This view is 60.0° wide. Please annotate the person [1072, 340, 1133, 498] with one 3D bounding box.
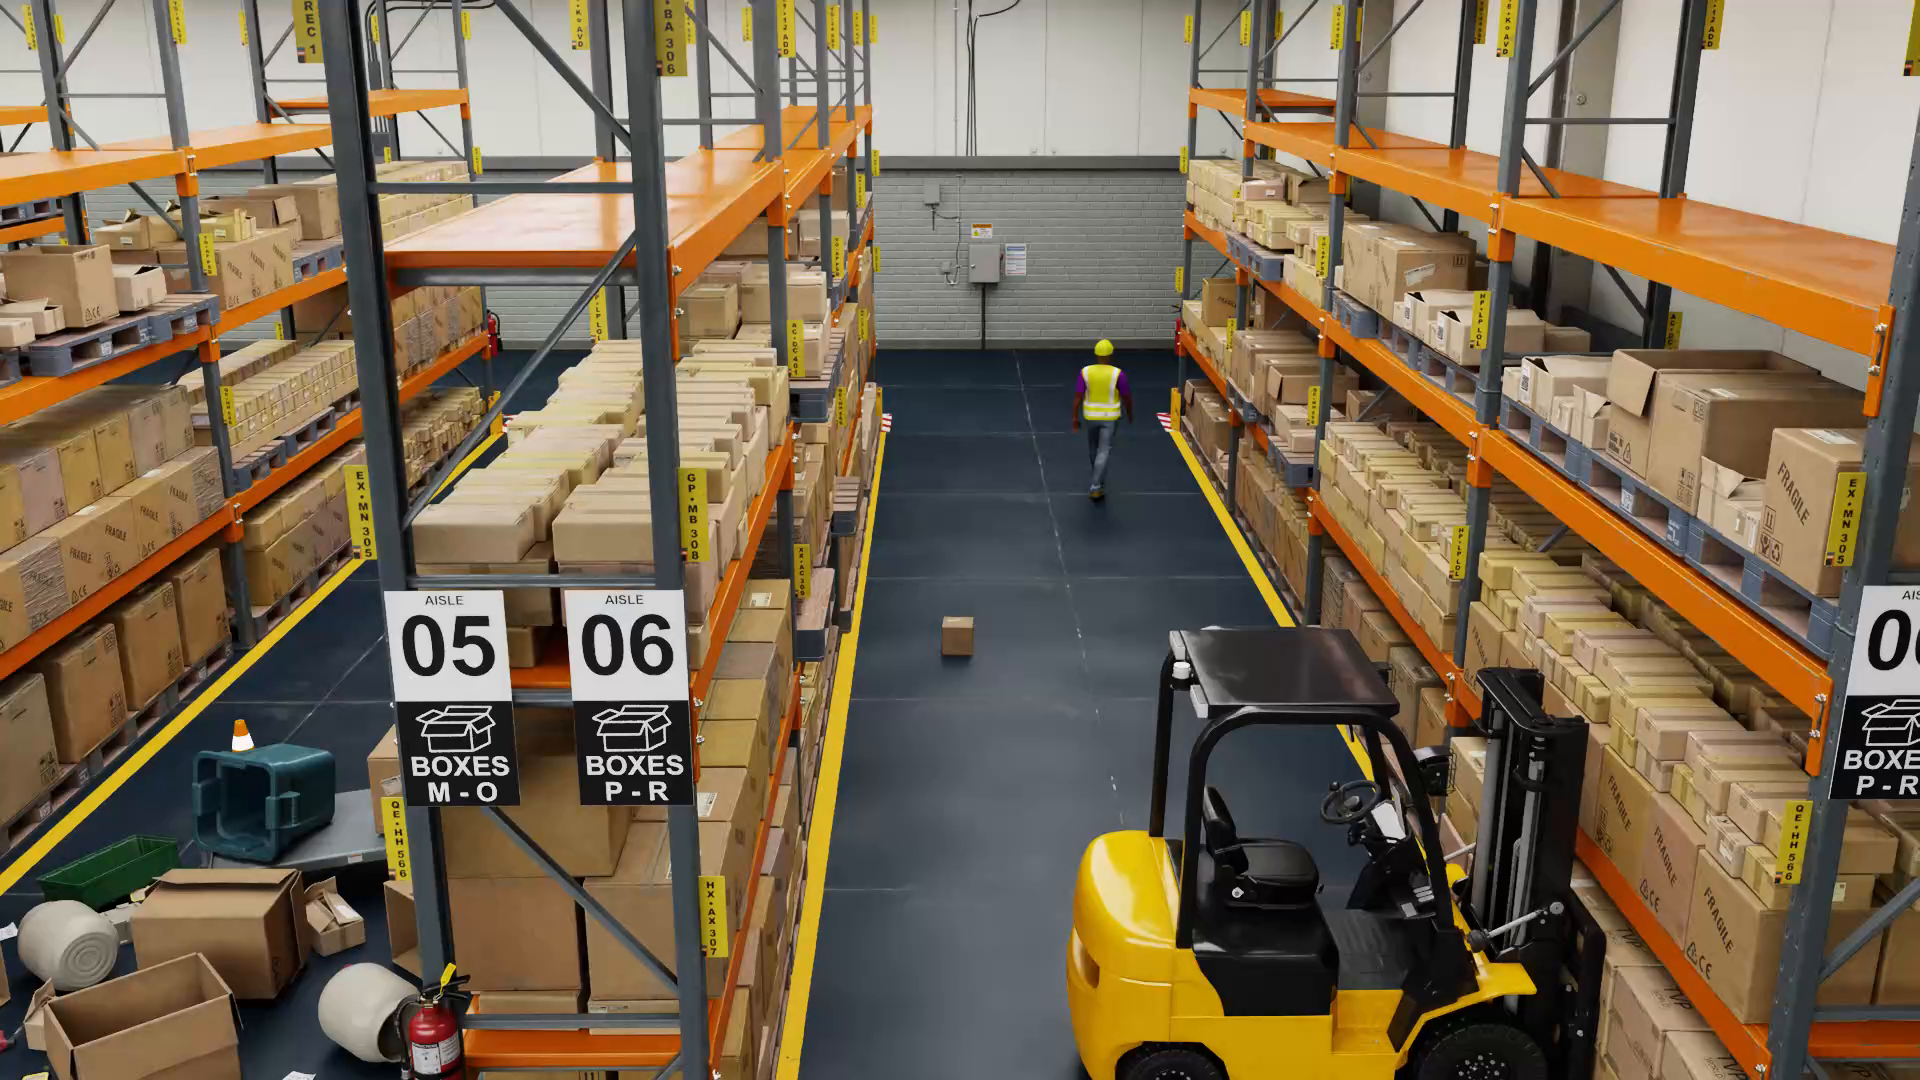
[{"bbox_3d":[1.627,-1.412,18.576,0.609,1.708,1.010,7,18,22],"label":"person"}]
